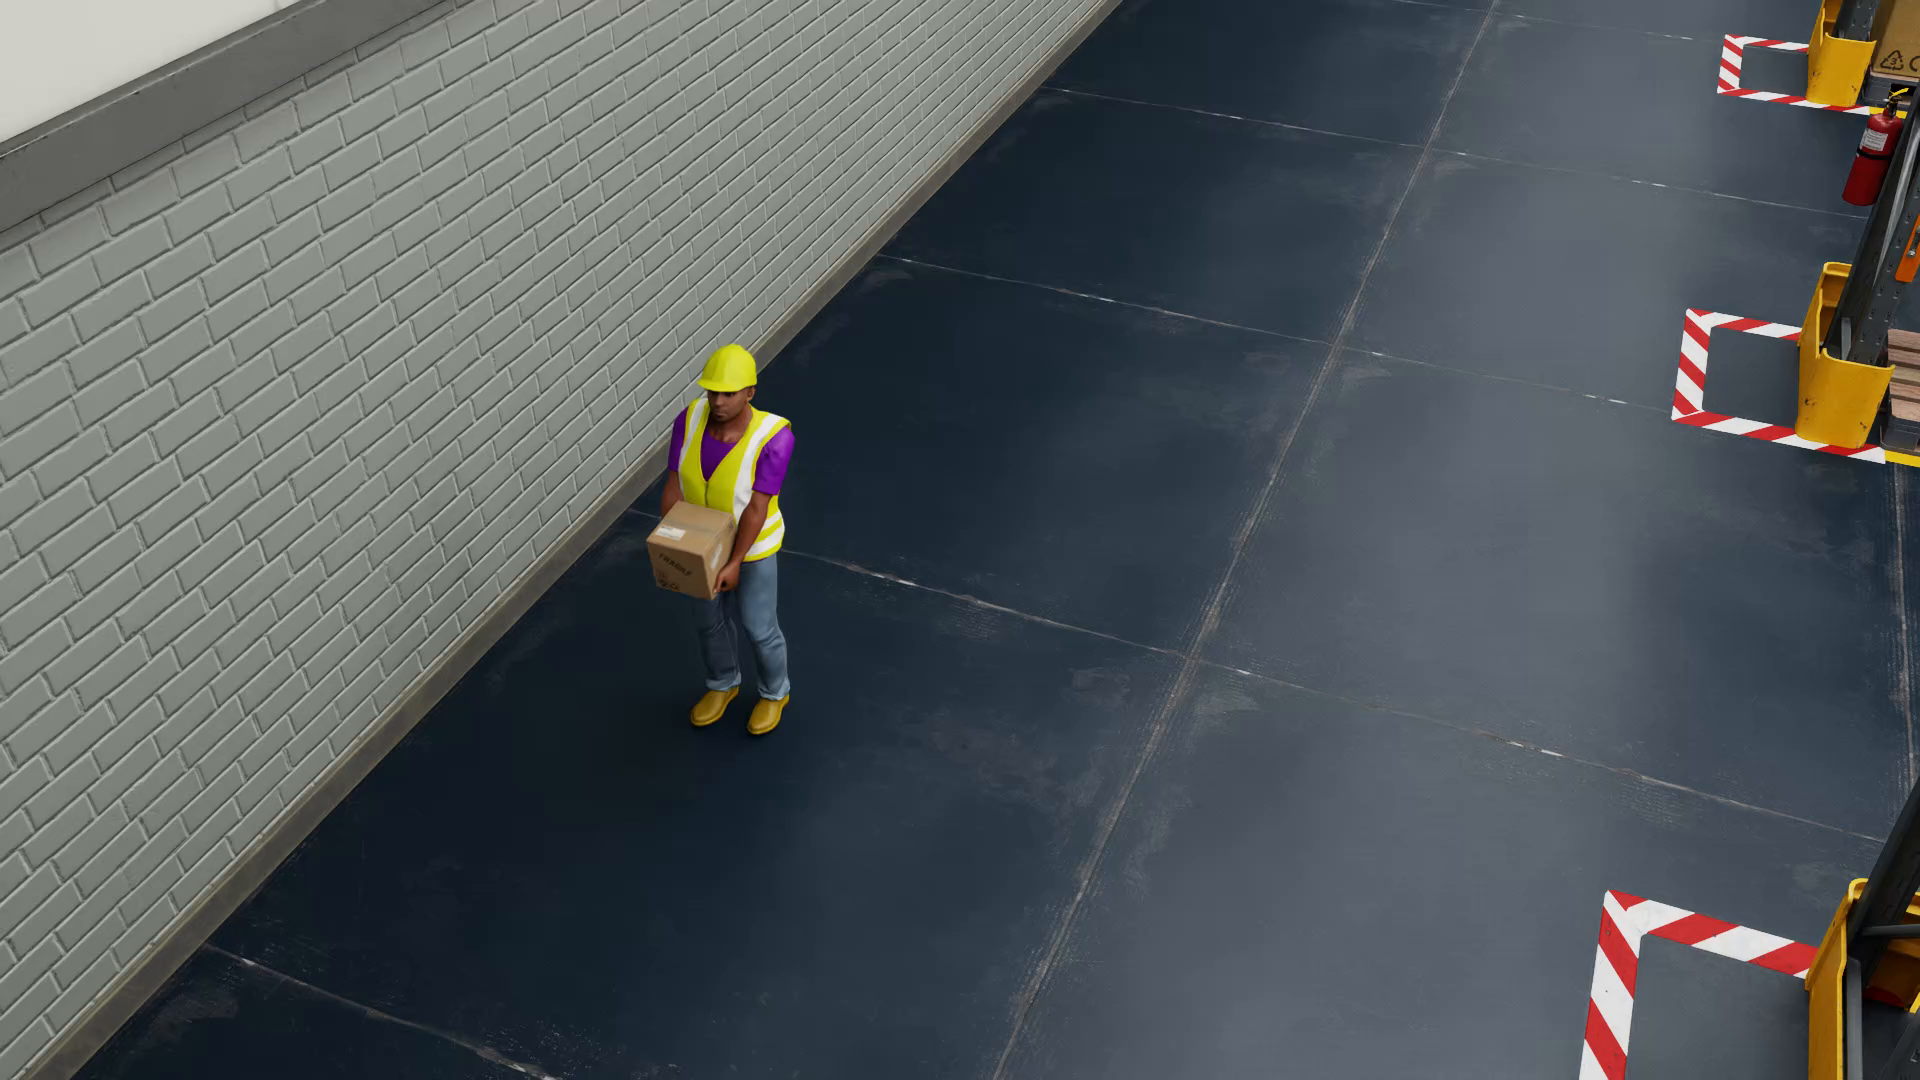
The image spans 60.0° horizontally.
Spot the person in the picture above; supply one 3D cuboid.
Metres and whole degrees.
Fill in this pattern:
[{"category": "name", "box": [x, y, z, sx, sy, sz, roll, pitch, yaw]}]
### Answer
[{"category": "person", "box": [-0.952, 0.063, 6.723, 0.502, 1.761, 0.577, 14, 40, 18]}]
